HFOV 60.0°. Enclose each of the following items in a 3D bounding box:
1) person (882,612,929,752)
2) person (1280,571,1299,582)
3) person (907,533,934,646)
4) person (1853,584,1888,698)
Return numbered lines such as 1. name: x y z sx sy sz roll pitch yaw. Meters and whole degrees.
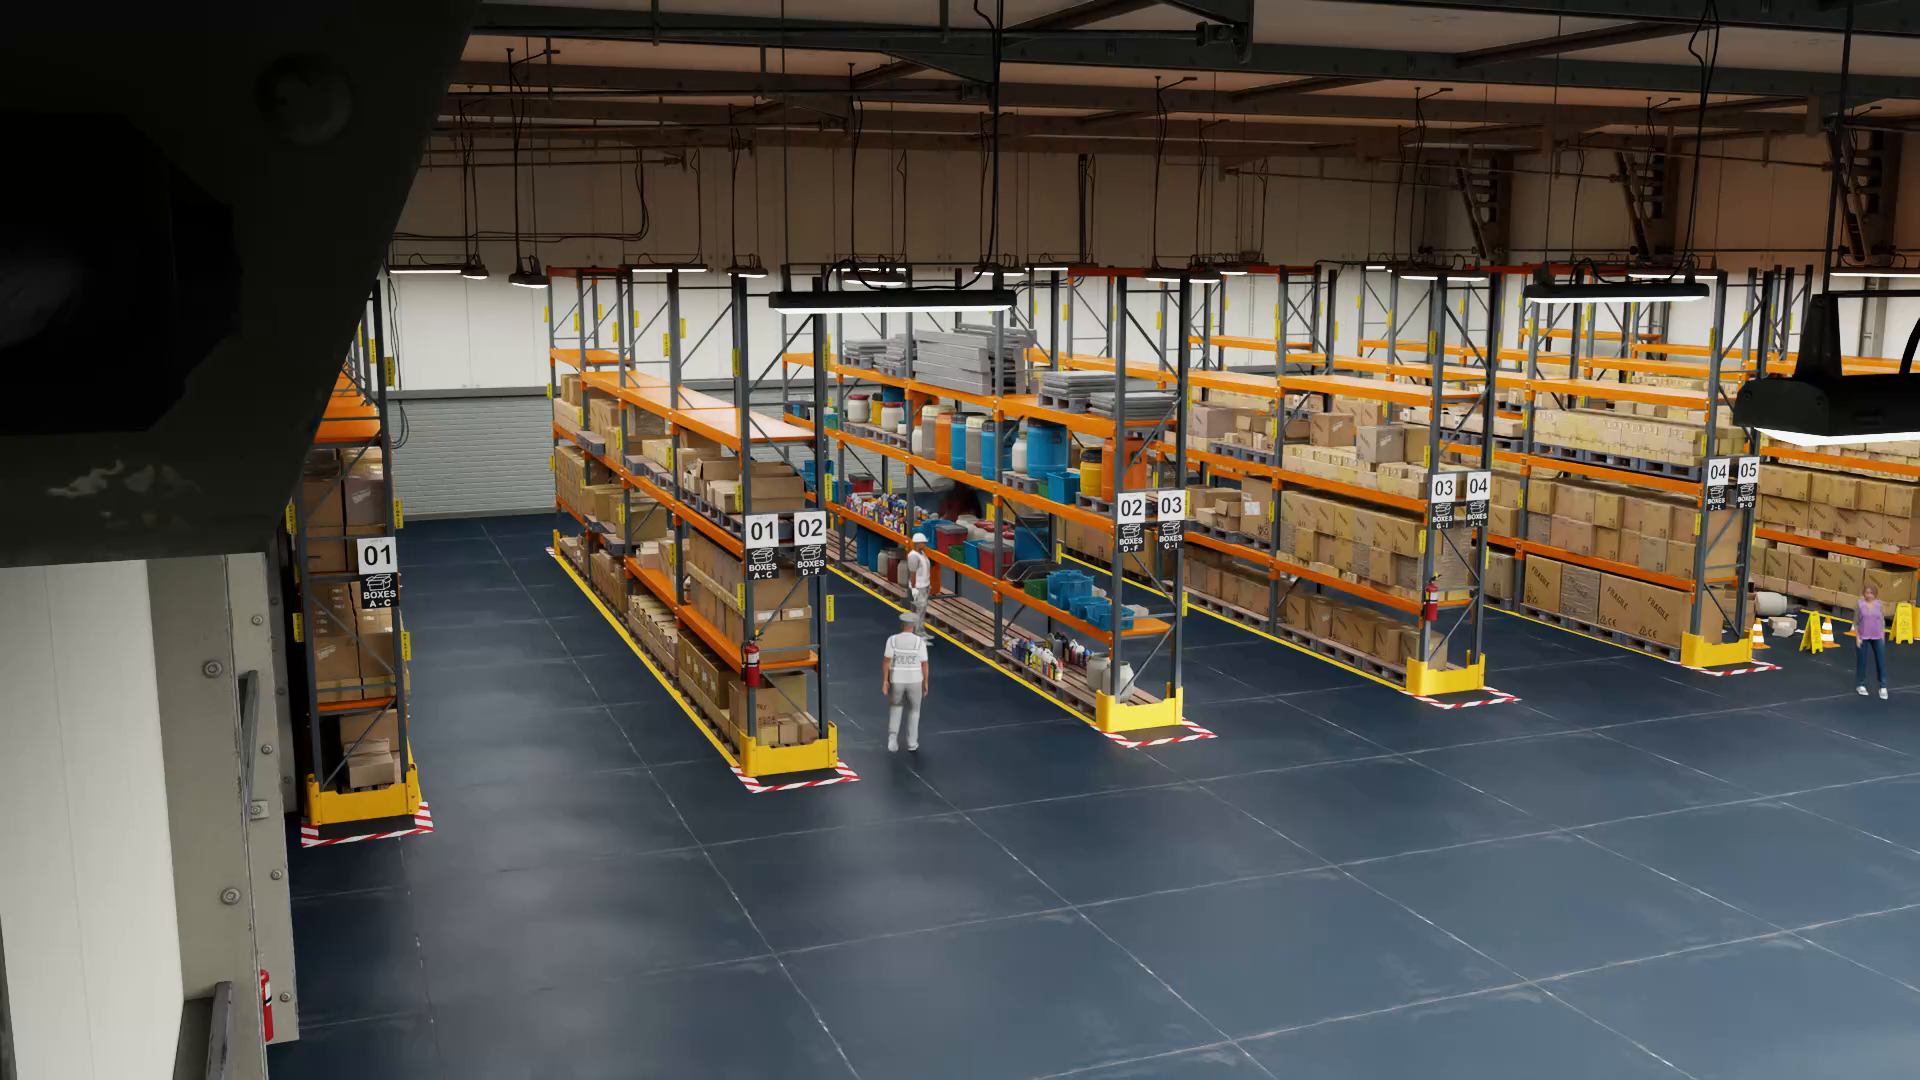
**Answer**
1. person: -0.685 1.820 21.140 0.577 1.774 0.474 2 10 10
2. person: 6.339 -0.074 31.946 0.589 1.802 0.405 7 12 36
3. person: -0.610 0.791 27.081 0.461 1.821 0.612 2 10 9
4. person: 13.066 1.431 23.828 0.511 1.608 0.399 3 10 19
